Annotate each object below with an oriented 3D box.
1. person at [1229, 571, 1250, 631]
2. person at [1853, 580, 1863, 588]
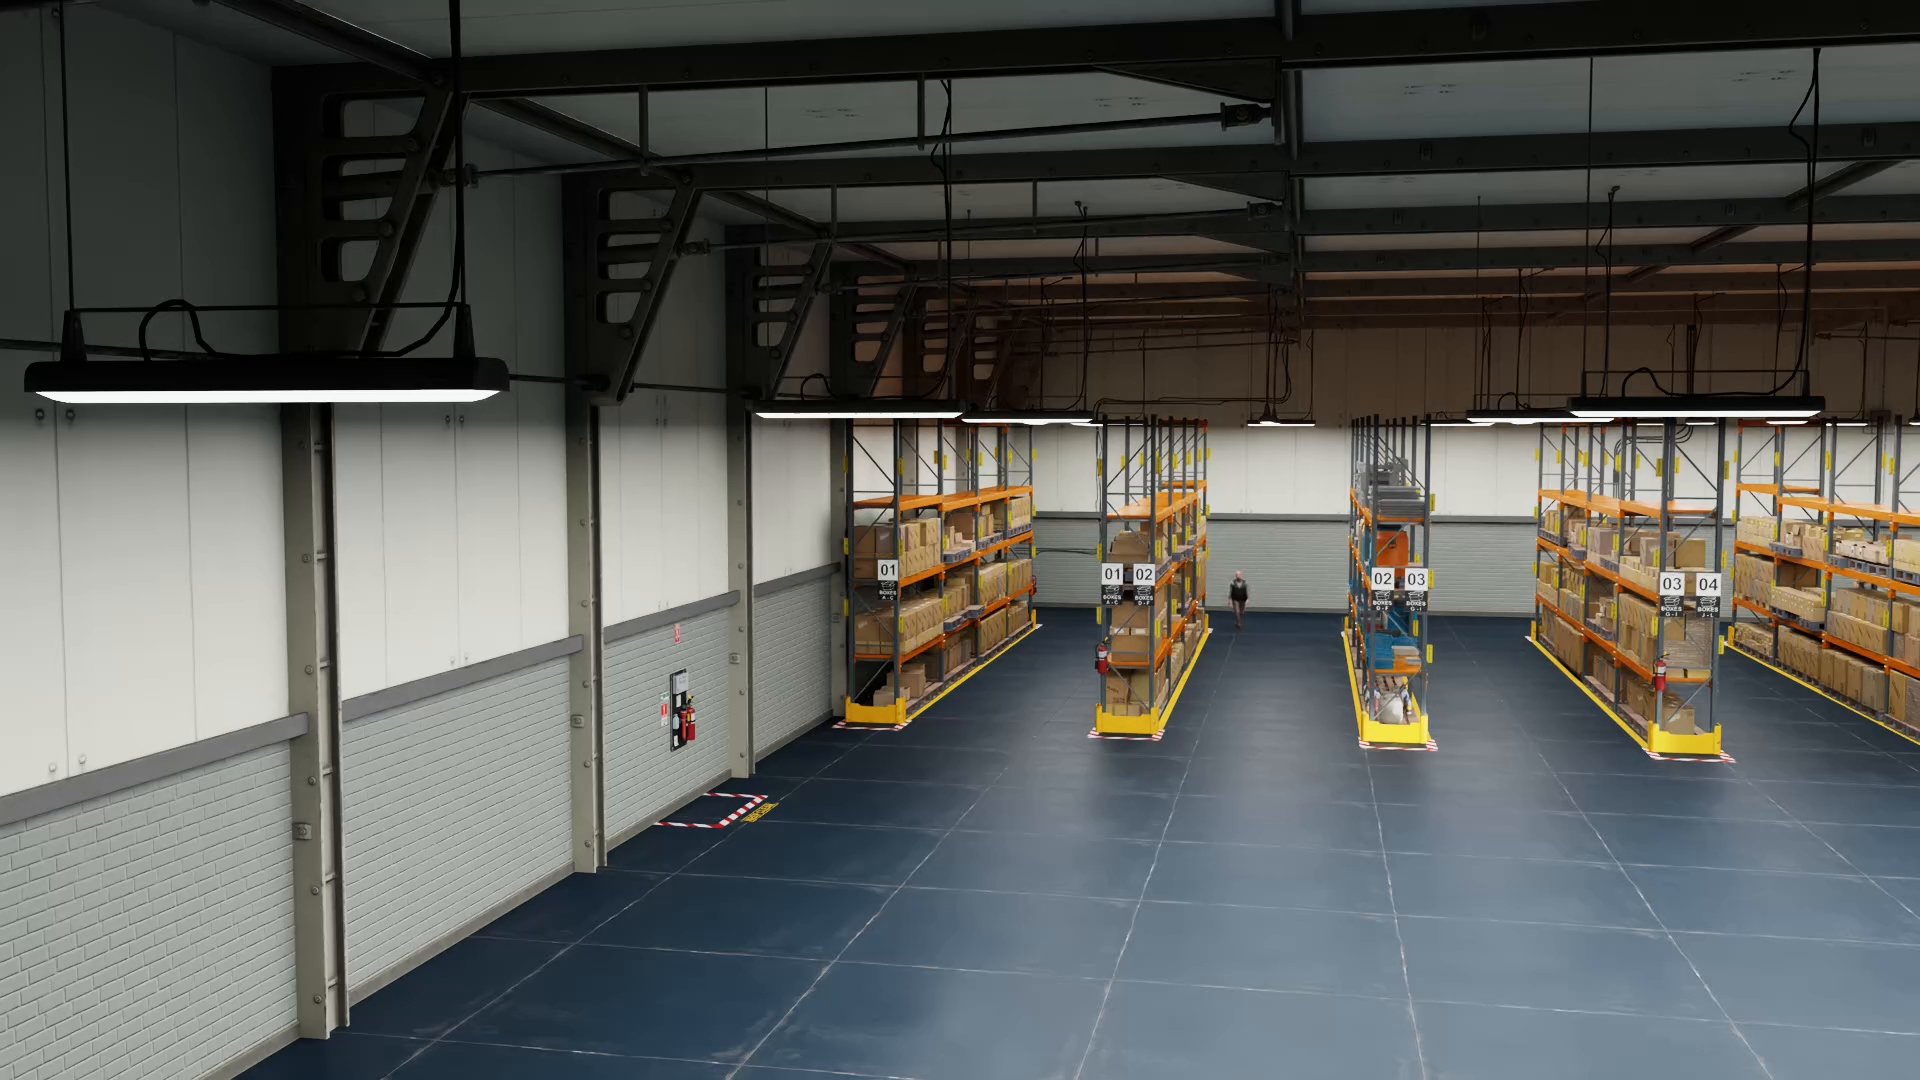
[{"bbox_3d":[7.977,1.722,47.290,0.542,1.658,1.062,-1,4,-9],"label":"person"},{"bbox_3d":[24.461,1.887,45.280,1.001,1.626,0.449,0,4,-6],"label":"person"}]
